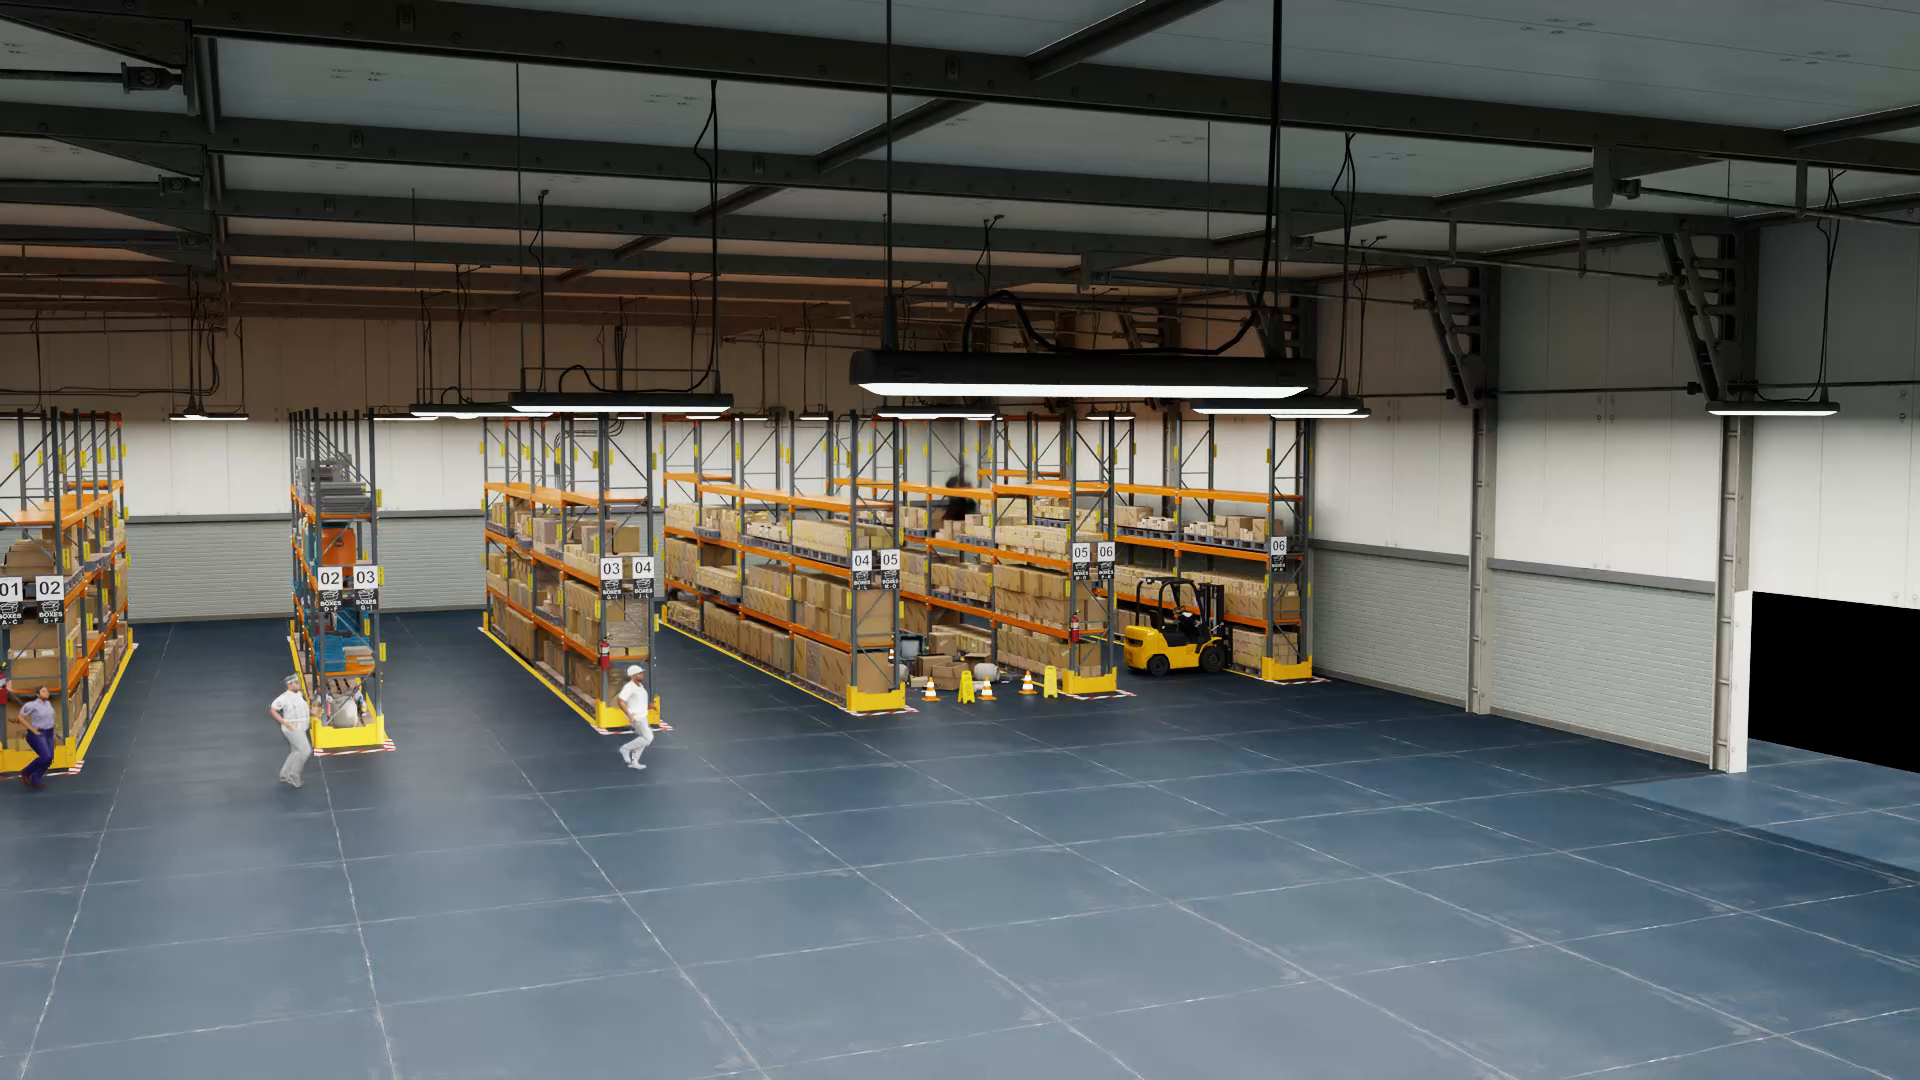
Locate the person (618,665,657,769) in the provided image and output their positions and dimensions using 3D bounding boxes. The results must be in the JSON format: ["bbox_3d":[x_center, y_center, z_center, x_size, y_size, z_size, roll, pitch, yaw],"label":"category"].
[{"bbox_3d":[-5.330,2.935,27.548,0.580,1.721,0.699,0,4,6],"label":"person"}]

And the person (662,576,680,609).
[{"bbox_3d":[-8.446,1.397,49.128,0.822,1.840,0.753,-2,4,-26],"label":"person"}]

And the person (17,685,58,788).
[{"bbox_3d":[-14.433,3.092,26.165,0.498,1.604,0.638,1,4,9],"label":"person"}]

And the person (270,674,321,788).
[{"bbox_3d":[-10.449,3.014,26.241,0.688,1.822,0.639,0,4,1],"label":"person"}]
